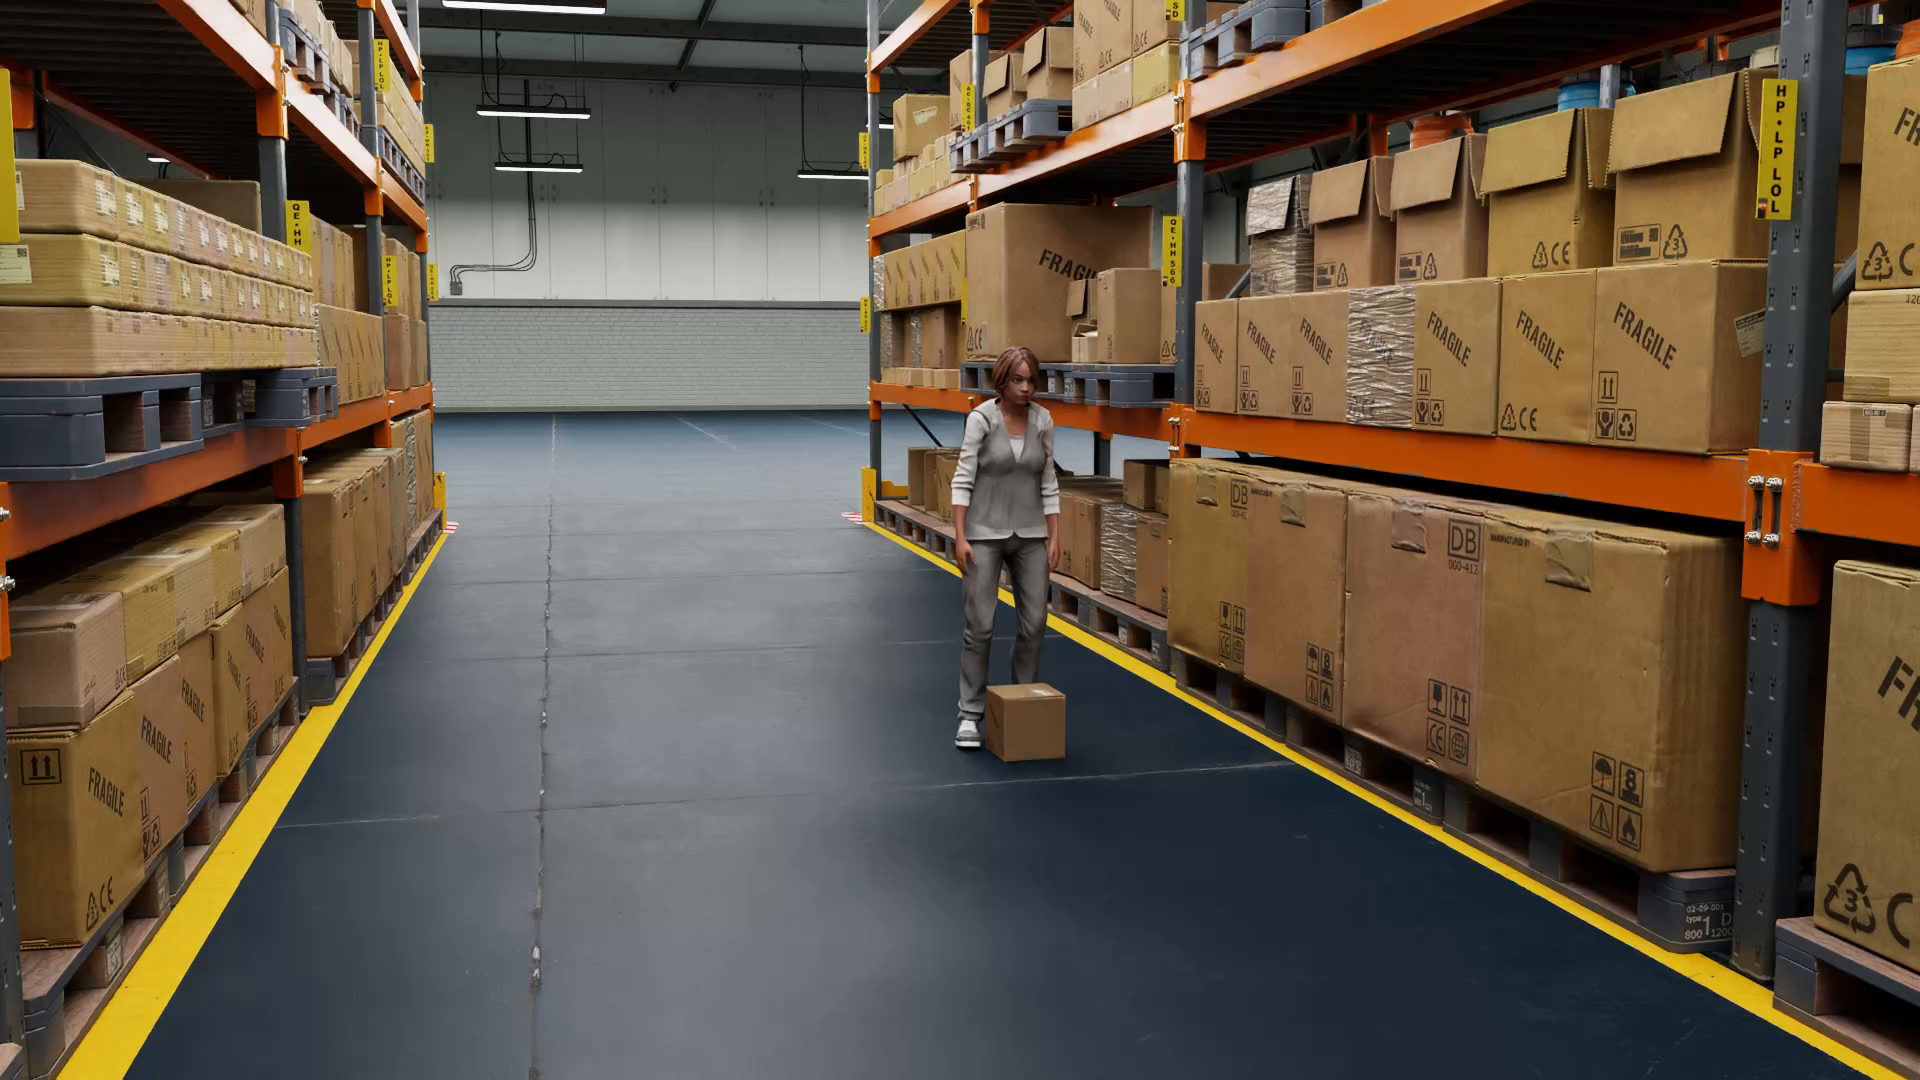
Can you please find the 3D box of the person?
[{"bbox_3d":[0.189,0.023,6.680,0.471,1.590,0.348,-2,7,-16],"label":"person"}]
